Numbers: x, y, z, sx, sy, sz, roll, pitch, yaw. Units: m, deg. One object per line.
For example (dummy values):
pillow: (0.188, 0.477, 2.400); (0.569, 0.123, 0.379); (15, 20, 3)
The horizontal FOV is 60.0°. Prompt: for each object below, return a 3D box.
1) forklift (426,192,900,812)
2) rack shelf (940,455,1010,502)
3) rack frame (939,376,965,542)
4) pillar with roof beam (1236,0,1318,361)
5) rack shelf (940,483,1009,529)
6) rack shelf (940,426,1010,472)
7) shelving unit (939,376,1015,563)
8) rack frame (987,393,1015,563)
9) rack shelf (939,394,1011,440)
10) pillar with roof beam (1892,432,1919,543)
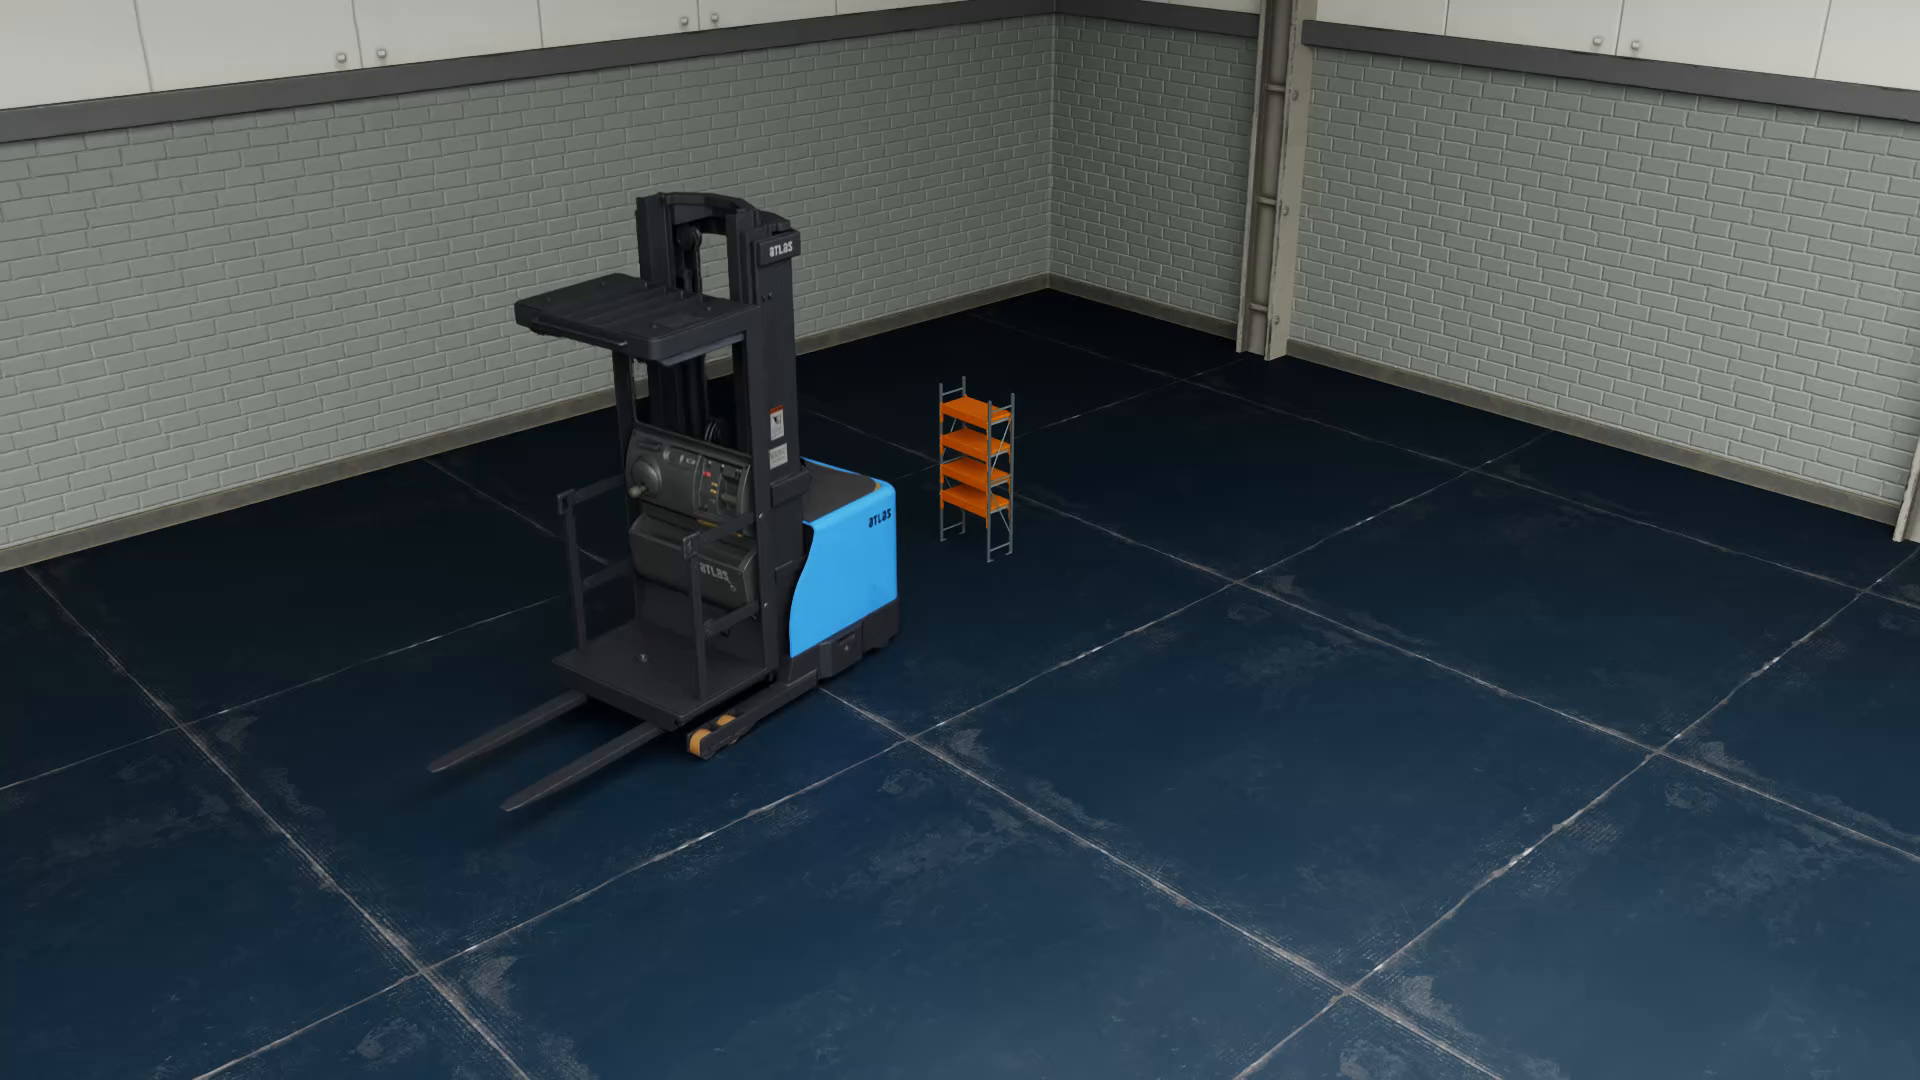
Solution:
forklift: (-1.668, -0.333, 9.246); (1.130, 2.935, 3.031); (17, 30, 33)
rack shelf: (0.113, -0.435, 11.716); (0.258, 0.148, 0.480); (-21, 32, -38)
rack frame: (-0.054, -0.570, 11.850); (0.240, 1.200, 0.015); (-21, 32, -38)
pillar with roof beam: (-0.242, -4.677, 11.457); (9.100, 9.000, 0.400); (-21, 32, -38)
rack shelf: (0.113, -0.254, 11.798); (0.258, 0.148, 0.480); (-21, 32, -38)
rack shelf: (0.113, -0.638, 11.623); (0.258, 0.148, 0.480); (-21, 32, -38)
shelving unit: (0.113, -0.496, 11.688); (0.258, 1.200, 0.503); (-21, 32, -38)
rack frame: (0.280, -0.422, 11.526); (0.240, 1.200, 0.015); (-21, 32, -38)
rack shelf: (0.113, -0.853, 11.525); (0.258, 0.148, 0.480); (-21, 32, -38)
pillar with roof beam: (3.859, -2.859, 7.472); (9.100, 9.000, 0.400); (-21, 32, -38)
